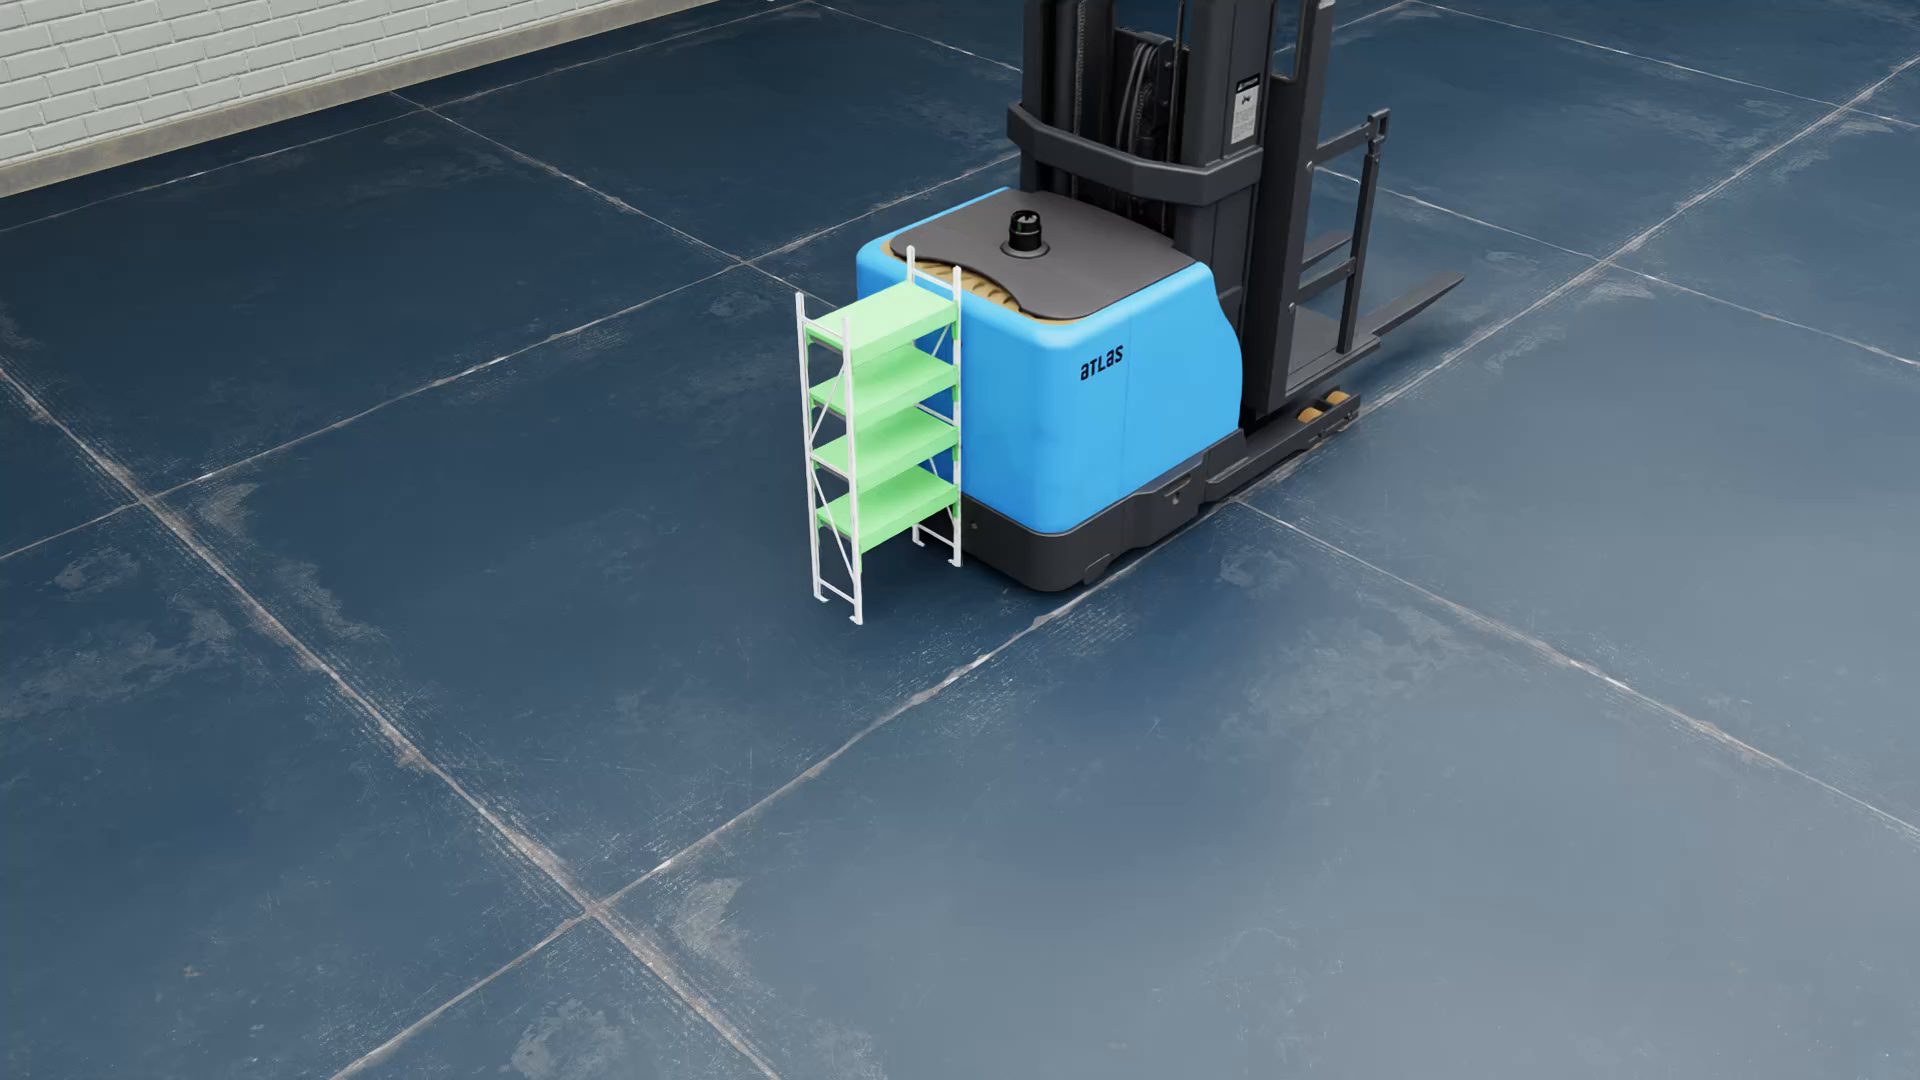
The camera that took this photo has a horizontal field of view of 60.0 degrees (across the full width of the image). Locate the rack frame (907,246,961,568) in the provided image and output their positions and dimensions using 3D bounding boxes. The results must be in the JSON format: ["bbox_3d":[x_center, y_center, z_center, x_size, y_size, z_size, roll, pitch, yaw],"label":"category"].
[{"bbox_3d":[-0.088,-0.442,5.834,0.240,1.200,0.015,30,45,35],"label":"rack frame"}]

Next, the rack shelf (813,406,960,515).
[{"bbox_3d":[-0.260,-0.290,5.729,0.258,0.148,0.480,30,45,35],"label":"rack shelf"}]

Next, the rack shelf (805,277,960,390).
[{"bbox_3d":[-0.260,-0.684,5.454,0.258,0.148,0.480,30,45,35],"label":"rack shelf"}]

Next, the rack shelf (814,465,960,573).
[{"bbox_3d":[-0.260,-0.093,5.866,0.258,0.148,0.480,30,45,35],"label":"rack shelf"}]

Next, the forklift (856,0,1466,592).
[{"bbox_3d":[1.012,-1.760,6.211,1.130,2.935,3.031,30,45,35],"label":"forklift"}]

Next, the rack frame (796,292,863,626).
[{"bbox_3d":[-0.432,-0.244,5.550,0.240,1.200,0.015,30,45,35],"label":"rack frame"}]

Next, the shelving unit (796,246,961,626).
[{"bbox_3d":[-0.260,-0.343,5.692,0.258,1.200,0.503,30,45,35],"label":"shelving unit"}]

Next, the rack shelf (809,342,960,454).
[{"bbox_3d":[-0.260,-0.487,5.592,0.258,0.148,0.480,30,45,35],"label":"rack shelf"}]
